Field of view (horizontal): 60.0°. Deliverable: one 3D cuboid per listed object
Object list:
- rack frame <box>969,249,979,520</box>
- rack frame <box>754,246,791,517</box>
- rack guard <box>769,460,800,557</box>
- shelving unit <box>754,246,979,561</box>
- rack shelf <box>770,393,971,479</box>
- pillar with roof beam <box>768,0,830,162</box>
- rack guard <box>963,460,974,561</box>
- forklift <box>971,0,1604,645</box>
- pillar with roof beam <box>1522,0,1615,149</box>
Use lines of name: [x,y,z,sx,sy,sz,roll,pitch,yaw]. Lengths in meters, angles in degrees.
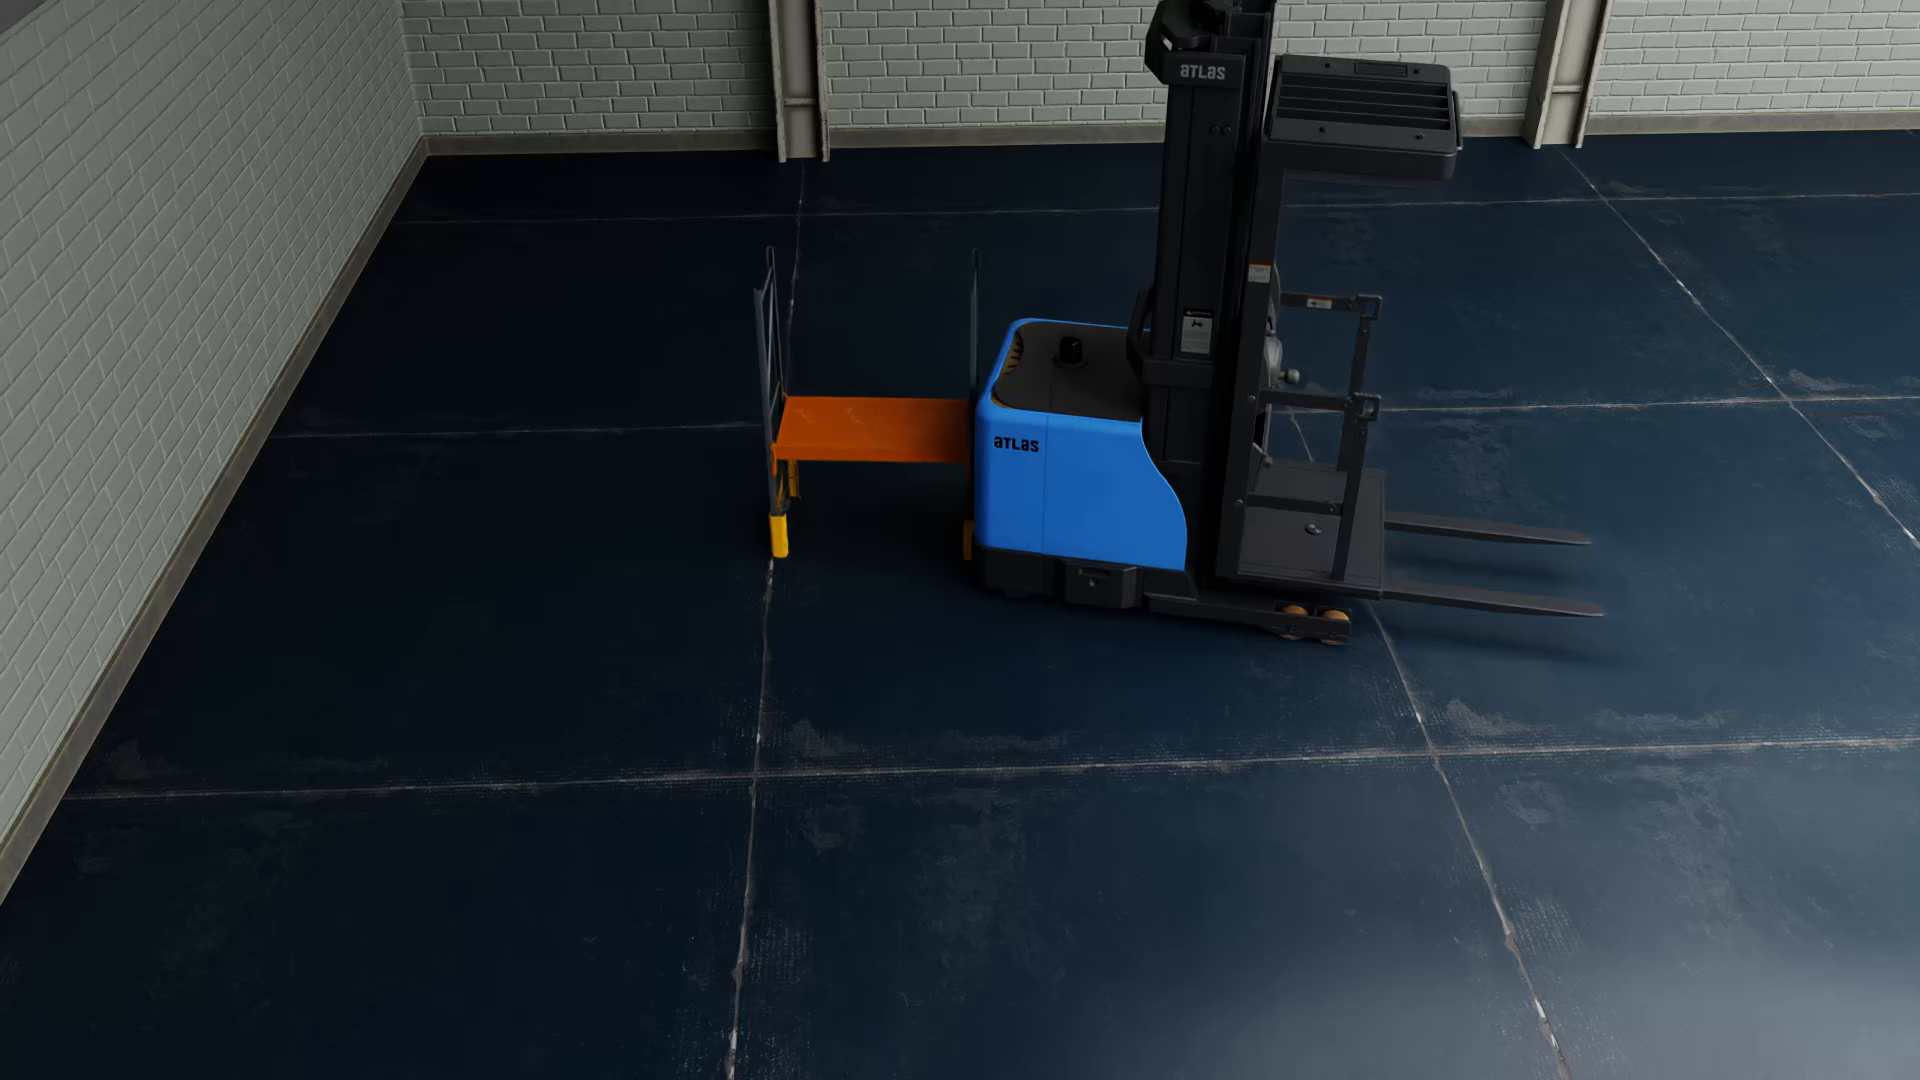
rack frame: [0.071,-0.674,8.406,0.032,1.500,0.500,1,35,2]
rack frame: [-0.945,-0.694,8.435,0.032,1.500,0.500,1,35,2]
rack guard: [-0.926,-0.180,8.790,0.087,0.250,0.587,1,35,2]
shelving unit: [-0.428,-0.684,8.420,1.083,1.500,0.587,1,35,2]
rack shelf: [-0.437,-0.536,8.523,1.000,0.185,0.538,1,35,2]
pillar with roof beam: [-1.029,-4.305,7.063,0.400,9.000,9.100,-2,35,-2]
rack guard: [0.070,-0.160,8.762,0.087,0.250,0.587,1,35,2]
forklift: [1.627,-1.031,7.665,3.031,2.935,1.130,7,35,10]
pillar with roof beam: [4.965,-4.467,7.296,0.400,9.000,9.100,-2,35,-2]
